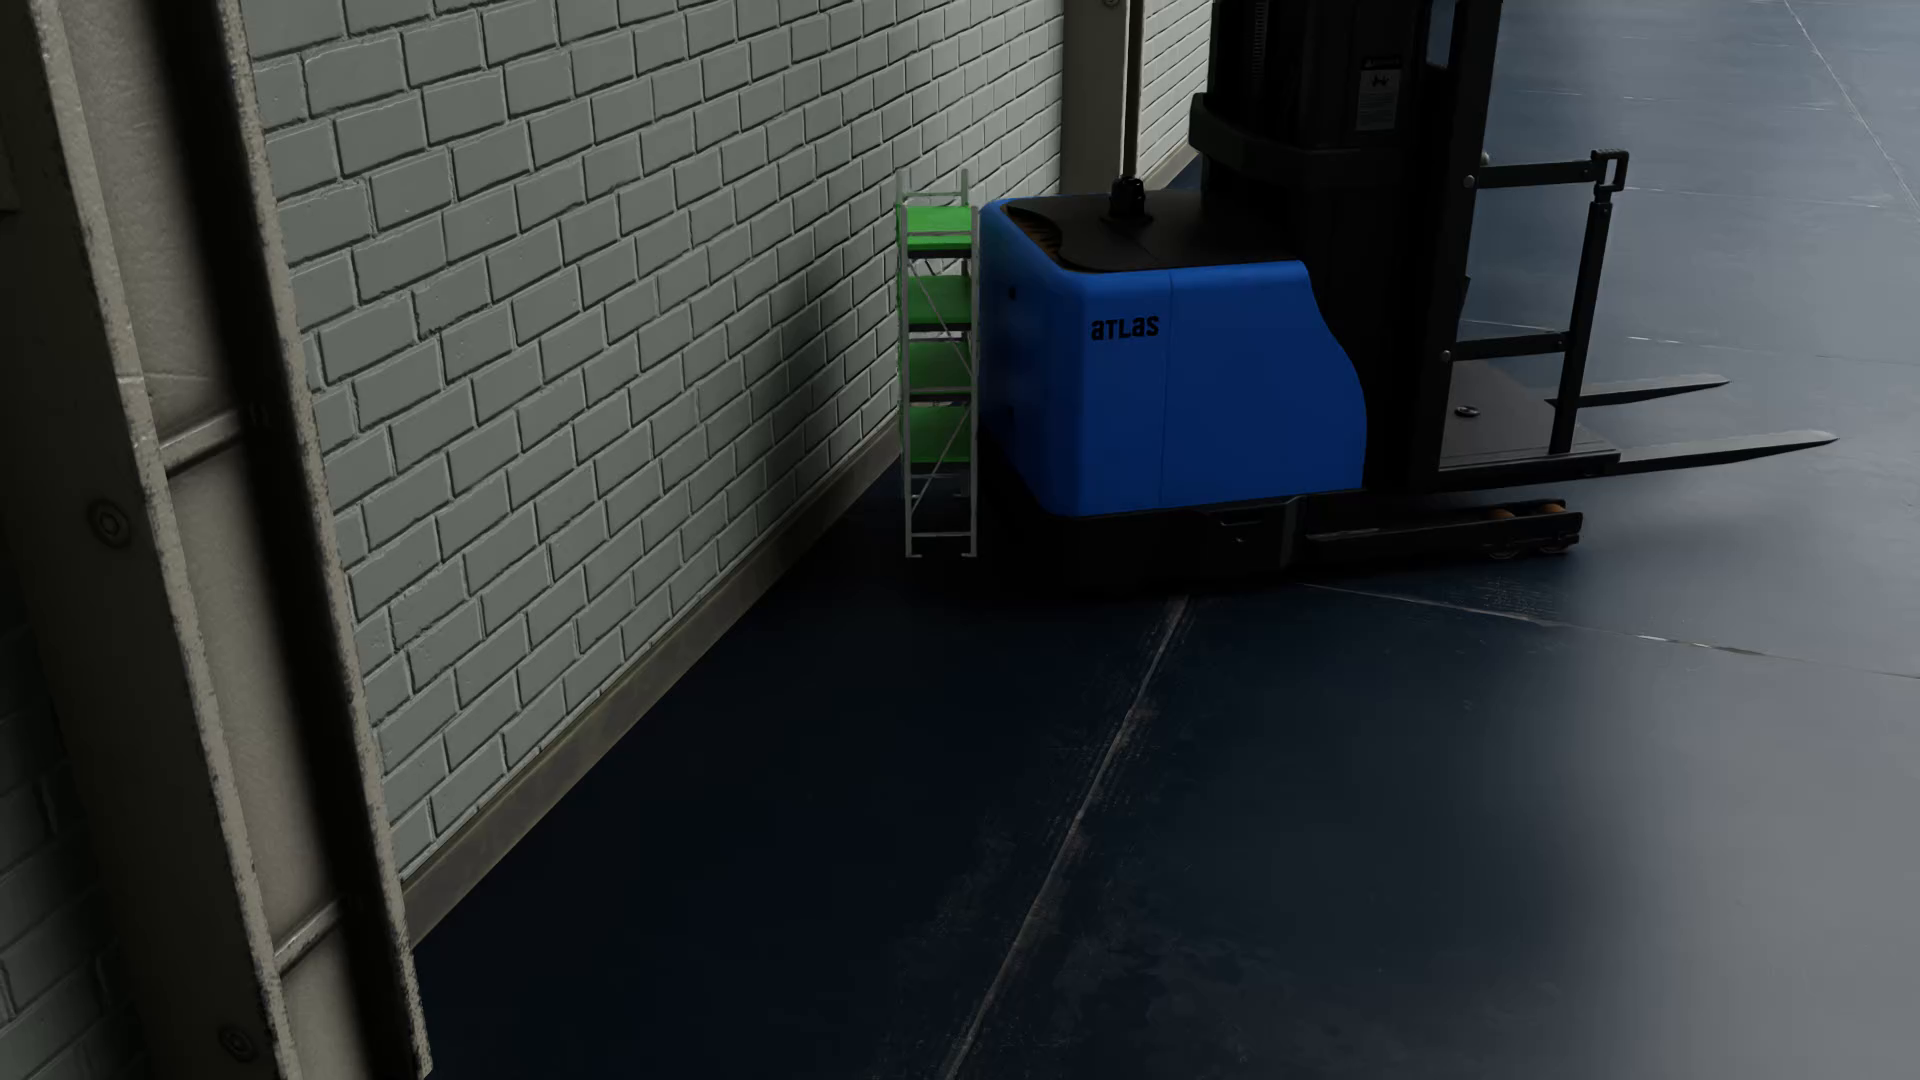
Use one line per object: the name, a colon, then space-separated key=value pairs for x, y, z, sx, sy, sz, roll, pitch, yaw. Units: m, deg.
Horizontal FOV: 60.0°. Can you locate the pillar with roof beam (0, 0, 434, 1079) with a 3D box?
pillar with roof beam: x=2.751 y=-2.268 z=0.108 sx=9.100 sy=9.000 sz=0.400 roll=9 pitch=27 yaw=17

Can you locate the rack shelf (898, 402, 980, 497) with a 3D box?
rack shelf: x=-0.079 y=-0.317 z=5.725 sx=0.258 sy=0.148 sz=0.480 roll=-2 pitch=26 yaw=-3

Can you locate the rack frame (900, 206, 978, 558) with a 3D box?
rack frame: x=-0.064 y=-0.484 z=5.373 sx=0.240 sy=1.200 sz=0.015 roll=-2 pitch=26 yaw=-3

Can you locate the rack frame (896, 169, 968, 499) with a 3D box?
rack frame: x=-0.094 y=-0.696 z=5.811 sx=0.240 sy=1.200 sz=0.015 roll=-2 pitch=26 yaw=-3

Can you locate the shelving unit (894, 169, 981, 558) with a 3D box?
shelving unit: x=-0.079 y=-0.590 z=5.592 sx=0.258 sy=1.200 sz=0.503 roll=-2 pitch=26 yaw=-3

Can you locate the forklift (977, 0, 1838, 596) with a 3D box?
forklift: x=1.619 y=-1.470 z=5.423 sx=3.031 sy=2.935 sz=1.130 roll=-6 pitch=26 yaw=-12

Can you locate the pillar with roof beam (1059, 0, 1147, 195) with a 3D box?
pillar with roof beam: x=4.747 y=-4.734 z=5.201 sx=9.100 sy=9.000 sz=0.400 roll=9 pitch=27 yaw=17

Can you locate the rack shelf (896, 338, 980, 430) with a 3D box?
rack shelf: x=-0.079 y=-0.533 z=5.620 sx=0.258 sy=0.148 sz=0.480 roll=-2 pitch=26 yaw=-3

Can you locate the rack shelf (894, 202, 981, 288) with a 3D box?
rack shelf: x=-0.079 y=-0.965 z=5.411 sx=0.258 sy=0.148 sz=0.480 roll=-2 pitch=26 yaw=-3

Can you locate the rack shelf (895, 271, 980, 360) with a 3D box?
rack shelf: x=-0.079 y=-0.749 z=5.515 sx=0.258 sy=0.148 sz=0.480 roll=-2 pitch=26 yaw=-3
